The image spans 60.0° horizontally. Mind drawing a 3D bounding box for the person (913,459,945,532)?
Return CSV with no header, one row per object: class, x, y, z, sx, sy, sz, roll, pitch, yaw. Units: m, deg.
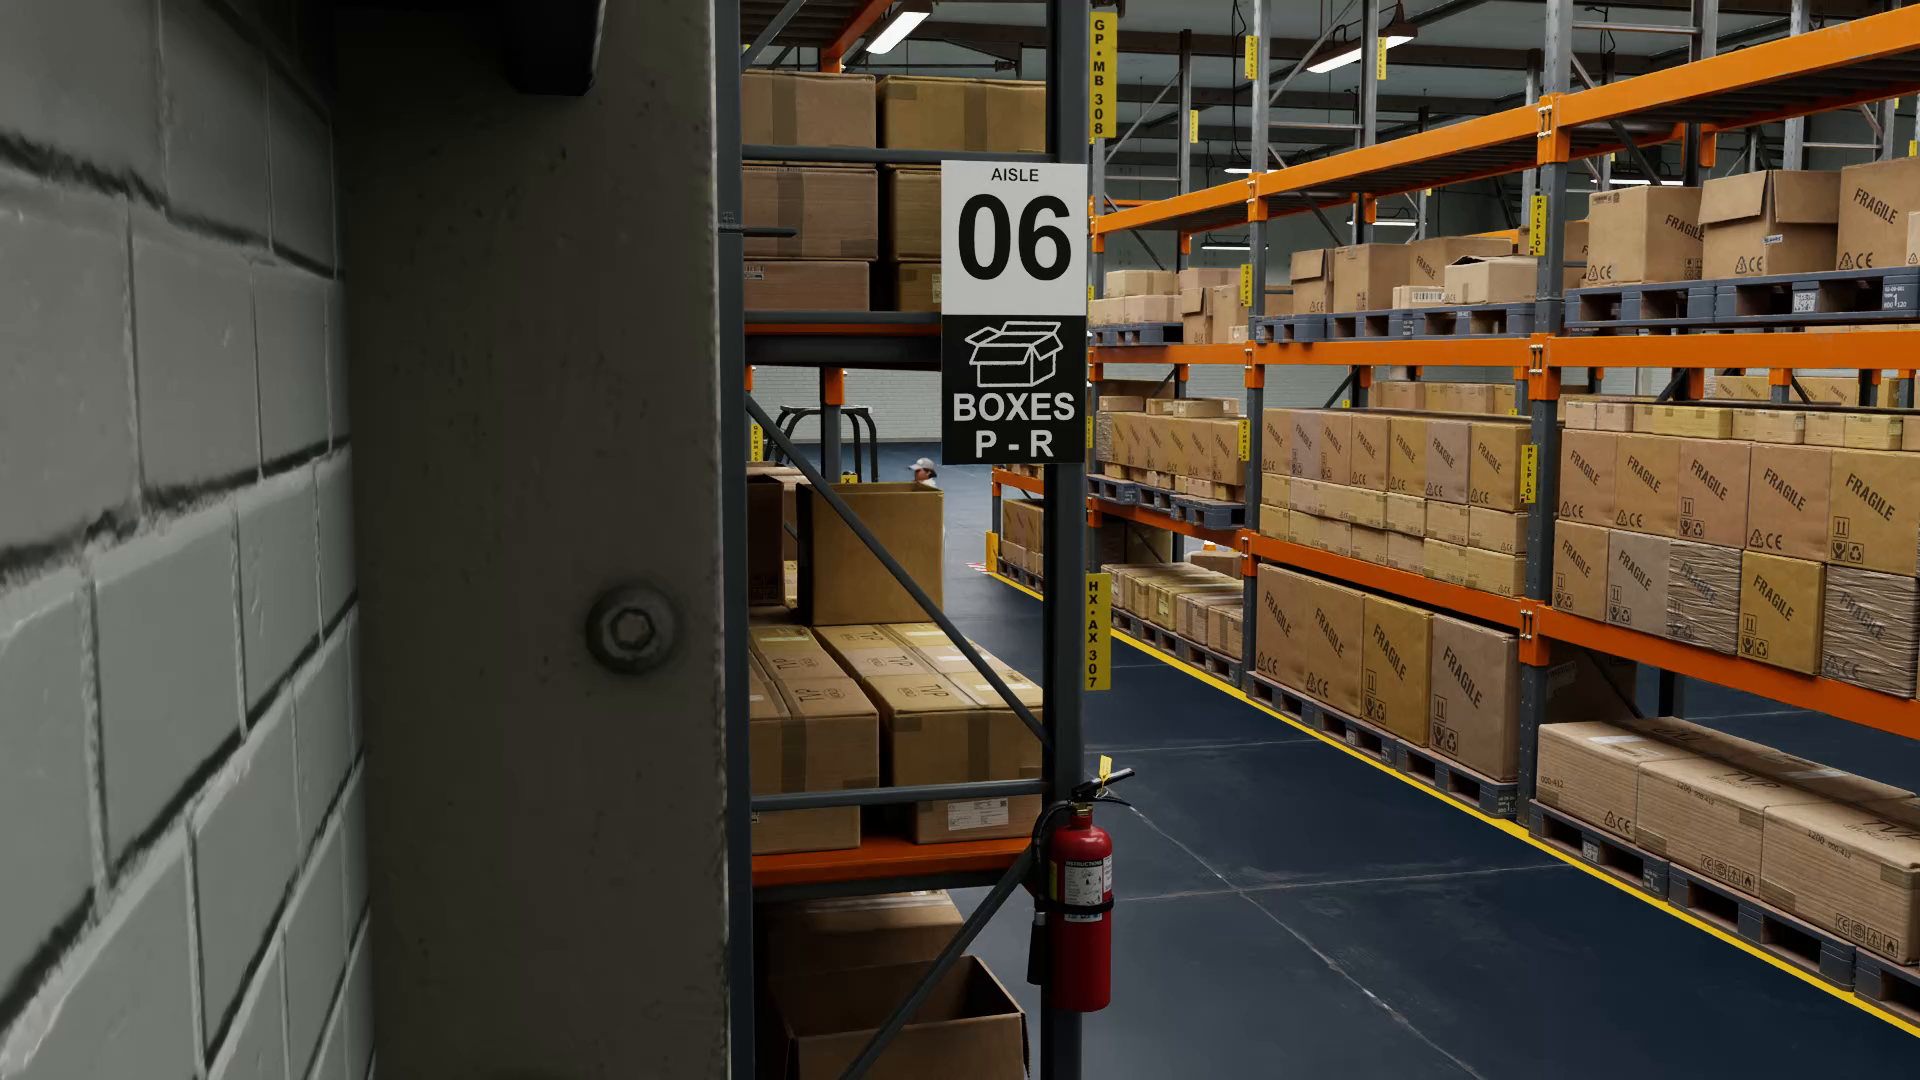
person,-0.437,-0.021,17.338,0.535,1.655,0.454,-1,6,-13
